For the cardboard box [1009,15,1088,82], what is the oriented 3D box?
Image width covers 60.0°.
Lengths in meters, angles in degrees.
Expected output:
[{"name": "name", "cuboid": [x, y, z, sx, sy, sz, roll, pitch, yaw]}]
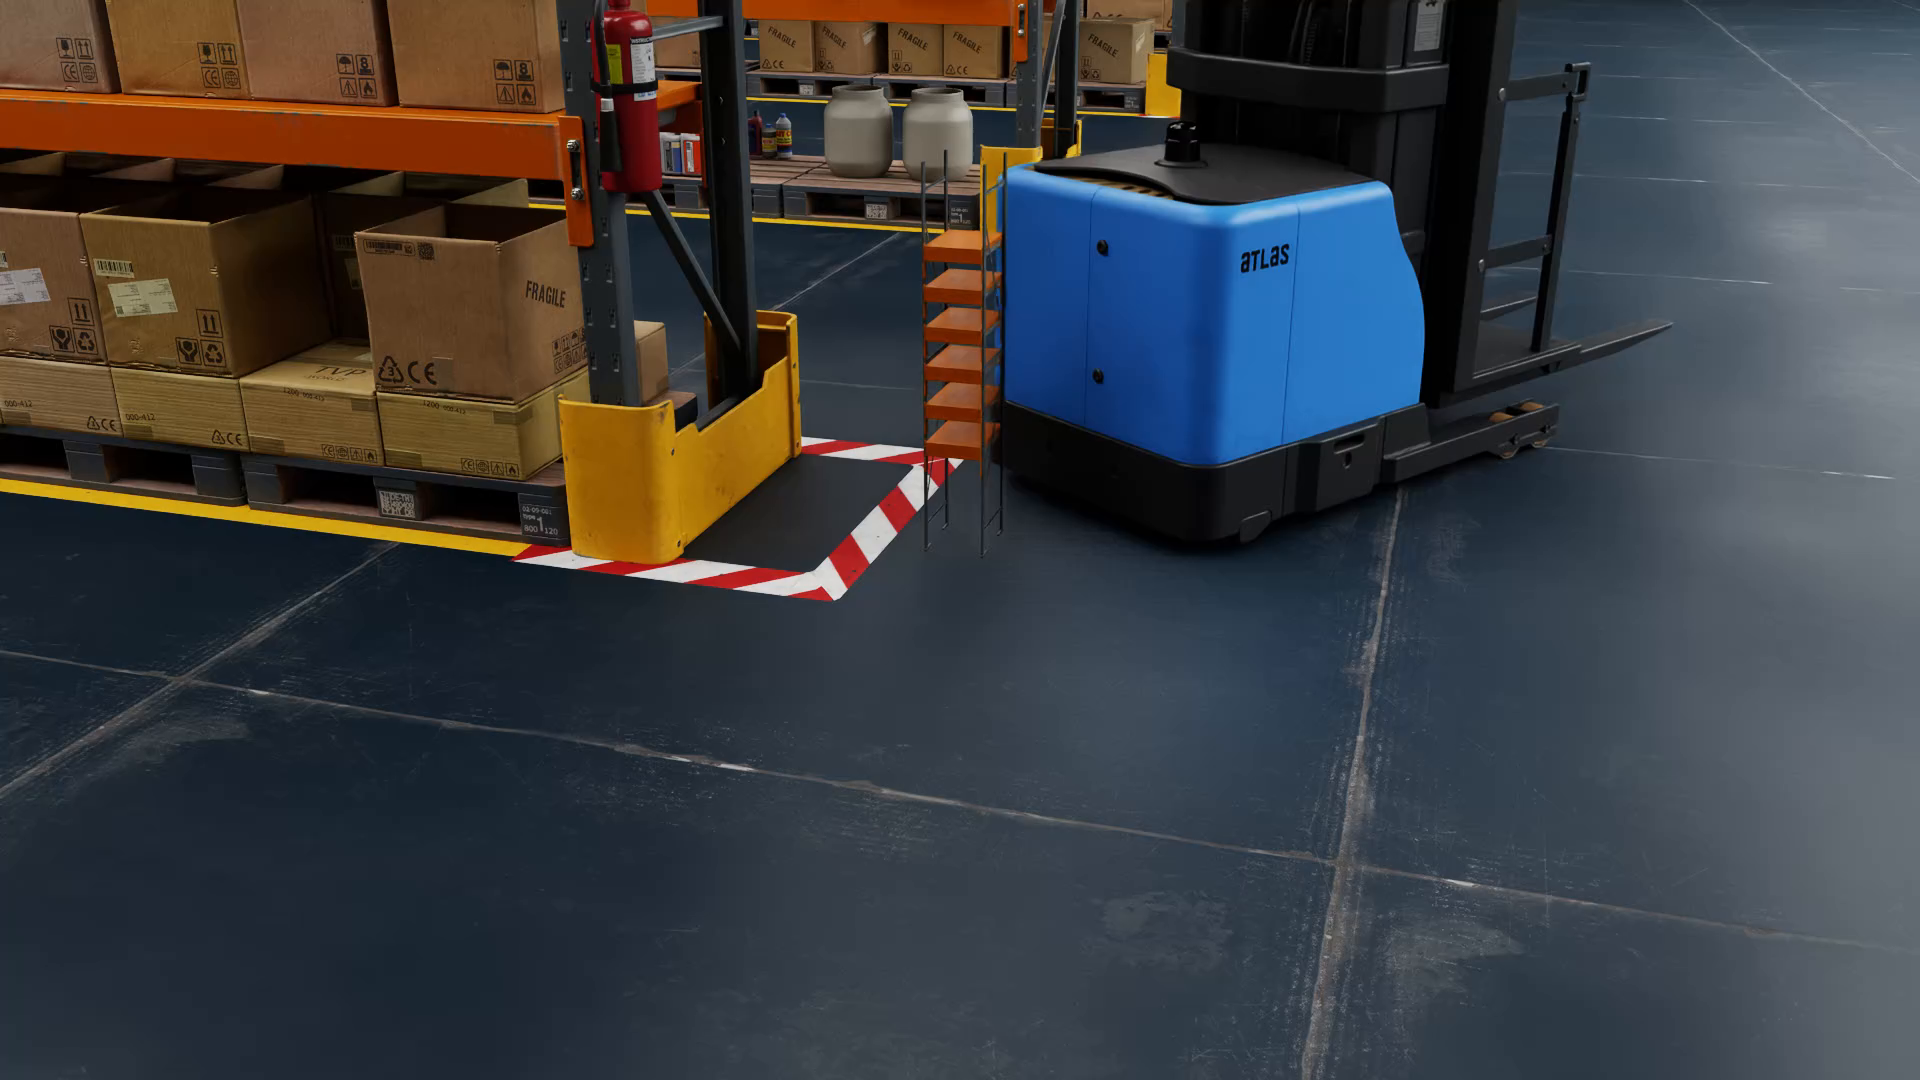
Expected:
[{"name": "cardboard box", "cuboid": [0.773, -4.302, 14.547, 0.500, 0.500, 0.500, 13, 26, 29]}]

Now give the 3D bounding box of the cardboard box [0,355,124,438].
[{"name": "cardboard box", "cuboid": [-2.955, -0.572, 5.781, 0.500, 0.250, 0.500, 7, 23, 16]}]

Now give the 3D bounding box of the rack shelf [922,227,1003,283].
[{"name": "rack shelf", "cuboid": [0.014, -0.845, 4.919, 0.180, 0.103, 0.258, 7, 23, 16]}]

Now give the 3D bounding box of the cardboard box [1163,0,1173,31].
[{"name": "cardboard box", "cuboid": [2.809, -6.190, 18.653, 0.875, 0.875, 0.875, 7, 23, 16]}]

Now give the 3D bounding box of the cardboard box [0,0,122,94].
[{"name": "cardboard box", "cuboid": [-2.843, -1.809, 5.596, 0.500, 0.500, 0.700, 7, 23, 17]}]

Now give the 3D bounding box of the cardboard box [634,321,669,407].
[{"name": "cardboard box", "cuboid": [-1.366, -0.600, 5.850, 0.500, 0.250, 0.500, 7, 23, 16]}]

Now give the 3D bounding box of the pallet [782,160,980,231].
[{"name": "pallet", "cuboid": [-0.345, -2.130, 10.183, 1.213, 0.211, 1.003, 7, 23, 16]}]

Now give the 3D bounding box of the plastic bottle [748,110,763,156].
[{"name": "plastic bottle", "cuboid": [-1.340, -2.628, 10.723, 0.133, 0.283, 0.061, 7, 23, 16]}]

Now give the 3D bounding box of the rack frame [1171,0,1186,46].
[{"name": "rack frame", "cuboid": [1.948, -5.137, 13.841, 0.127, 3.000, 1.000, 7, 23, 16]}]

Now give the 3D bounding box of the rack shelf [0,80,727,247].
[{"name": "rack shelf", "cuboid": [-2.832, -1.425, 5.738, 4.000, 0.370, 1.077, 7, 23, 16]}]

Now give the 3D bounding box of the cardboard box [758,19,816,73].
[{"name": "cardboard box", "cuboid": [-1.510, -4.555, 15.162, 0.500, 0.500, 0.500, 6, 23, 14]}]

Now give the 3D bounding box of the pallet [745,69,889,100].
[{"name": "pallet", "cuboid": [-1.228, -4.225, 15.291, 1.213, 0.211, 1.003, 7, 23, 16]}]

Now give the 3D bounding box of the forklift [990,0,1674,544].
[{"name": "forklift", "cuboid": [1.566, -1.785, 5.760, 3.031, 2.935, 1.130, -17, 28, -36]}]

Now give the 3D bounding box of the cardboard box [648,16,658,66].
[{"name": "cardboard box", "cuboid": [-2.914, -4.757, 15.628, 0.500, 0.500, 0.700, 6, 23, 15]}]

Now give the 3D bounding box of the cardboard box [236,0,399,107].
[{"name": "cardboard box", "cuboid": [-1.864, -1.696, 5.320, 0.500, 0.500, 0.700, 7, 23, 17]}]

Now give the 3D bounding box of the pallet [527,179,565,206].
[{"name": "pallet", "cuboid": [-2.681, -2.397, 10.835, 1.213, 0.211, 1.003, 7, 23, 16]}]

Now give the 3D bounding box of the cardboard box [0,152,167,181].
[{"name": "cardboard box", "cuboid": [-3.284, -1.162, 6.231, 0.500, 0.500, 0.500, 7, 23, 16]}]

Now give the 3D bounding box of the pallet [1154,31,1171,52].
[{"name": "pallet", "cuboid": [2.690, -5.697, 18.881, 1.213, 0.211, 1.003, 7, 23, 15]}]

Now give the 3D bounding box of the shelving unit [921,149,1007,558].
[{"name": "shelving unit", "cuboid": [0.014, -0.554, 5.038, 0.189, 1.200, 0.258, 7, 23, 16]}]

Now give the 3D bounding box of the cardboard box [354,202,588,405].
[{"name": "cardboard box", "cuboid": [-1.516, -0.758, 5.247, 0.500, 0.500, 0.500, 7, 23, 16]}]

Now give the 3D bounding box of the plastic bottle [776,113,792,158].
[{"name": "plastic bottle", "cuboid": [-1.128, -2.591, 10.649, 0.097, 0.271, 0.097, 0, 22, 0]}]

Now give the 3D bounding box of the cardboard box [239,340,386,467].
[{"name": "cardboard box", "cuboid": [-1.998, -0.462, 5.514, 0.500, 0.250, 0.500, 7, 23, 16]}]

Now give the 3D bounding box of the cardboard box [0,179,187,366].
[{"name": "cardboard box", "cuboid": [-2.956, -0.917, 5.636, 0.500, 0.500, 0.500, 7, 23, 16]}]

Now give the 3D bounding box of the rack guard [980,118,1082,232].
[{"name": "rack guard", "cuboid": [0.431, -2.172, 9.907, 0.348, 0.500, 1.175, 7, 23, 16]}]

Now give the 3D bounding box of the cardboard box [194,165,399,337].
[{"name": "cardboard box", "cuboid": [-2.328, -1.051, 5.962, 0.500, 0.500, 0.500, 7, 23, 16]}]

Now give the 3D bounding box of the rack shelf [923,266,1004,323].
[{"name": "rack shelf", "cuboid": [0.014, -0.734, 4.964, 0.180, 0.103, 0.258, 7, 23, 16]}]

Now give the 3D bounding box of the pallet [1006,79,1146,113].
[{"name": "pallet", "cuboid": [1.108, -3.957, 14.639, 1.213, 0.211, 1.003, 7, 23, 16]}]

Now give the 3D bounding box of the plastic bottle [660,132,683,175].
[{"name": "plastic bottle", "cuboid": [-1.734, -2.376, 10.118, 0.135, 0.276, 0.152, 6, 23, 14]}]

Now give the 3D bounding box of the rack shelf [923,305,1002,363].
[{"name": "rack shelf", "cuboid": [0.014, -0.623, 5.010, 0.180, 0.103, 0.258, 7, 23, 16]}]

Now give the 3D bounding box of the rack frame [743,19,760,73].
[{"name": "rack frame", "cuboid": [-1.881, -5.575, 14.910, 0.127, 3.000, 1.000, 7, 23, 16]}]

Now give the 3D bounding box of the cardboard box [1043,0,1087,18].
[{"name": "cardboard box", "cuboid": [1.094, -6.386, 19.132, 0.875, 0.875, 0.875, 7, 23, 16]}]

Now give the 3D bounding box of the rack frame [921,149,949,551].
[{"name": "rack frame", "cuboid": [-0.074, -0.564, 5.063, 0.006, 1.200, 0.240, 7, 23, 16]}]

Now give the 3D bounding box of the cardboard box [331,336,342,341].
[{"name": "cardboard box", "cuboid": [-2.324, -0.708, 6.114, 0.500, 0.250, 0.500, 7, 23, 16]}]

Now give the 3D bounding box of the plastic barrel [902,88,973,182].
[{"name": "plastic barrel", "cuboid": [-0.135, -2.425, 9.954, 0.421, 0.512, 0.421, 0, 22, 0]}]

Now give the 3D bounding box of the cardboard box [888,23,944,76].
[{"name": "cardboard box", "cuboid": [-0.342, -4.455, 14.919, 0.500, 0.500, 0.500, 4, 23, 11]}]

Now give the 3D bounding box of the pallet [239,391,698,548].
[{"name": "pallet", "cuboid": [-1.661, -0.317, 5.764, 1.213, 0.211, 1.003, 7, 23, 16]}]
